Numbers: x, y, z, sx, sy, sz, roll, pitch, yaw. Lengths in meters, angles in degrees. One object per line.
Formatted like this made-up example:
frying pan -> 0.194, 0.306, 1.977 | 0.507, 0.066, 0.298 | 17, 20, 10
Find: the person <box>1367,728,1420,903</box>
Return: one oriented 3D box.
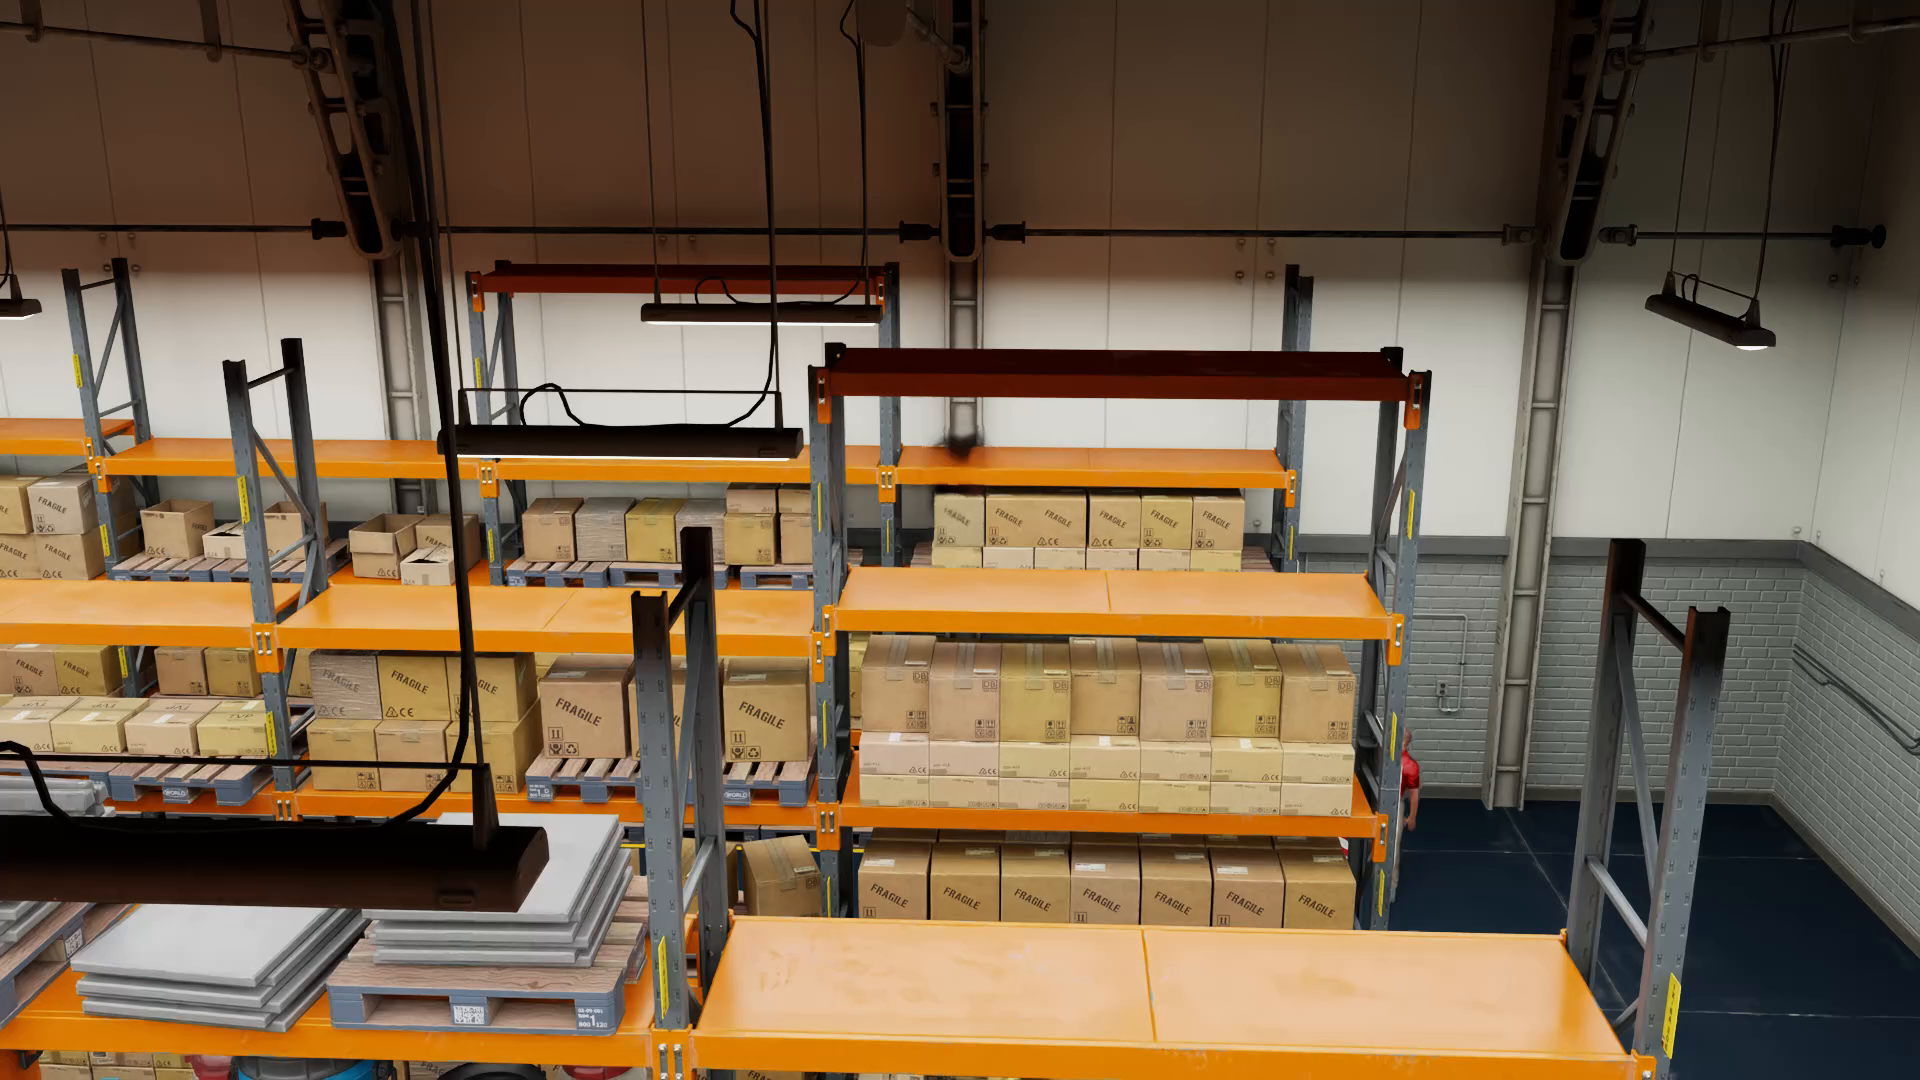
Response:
person -> 4.192, 2.654, 16.514 | 0.701, 1.640, 0.987 | 8, 18, 25
